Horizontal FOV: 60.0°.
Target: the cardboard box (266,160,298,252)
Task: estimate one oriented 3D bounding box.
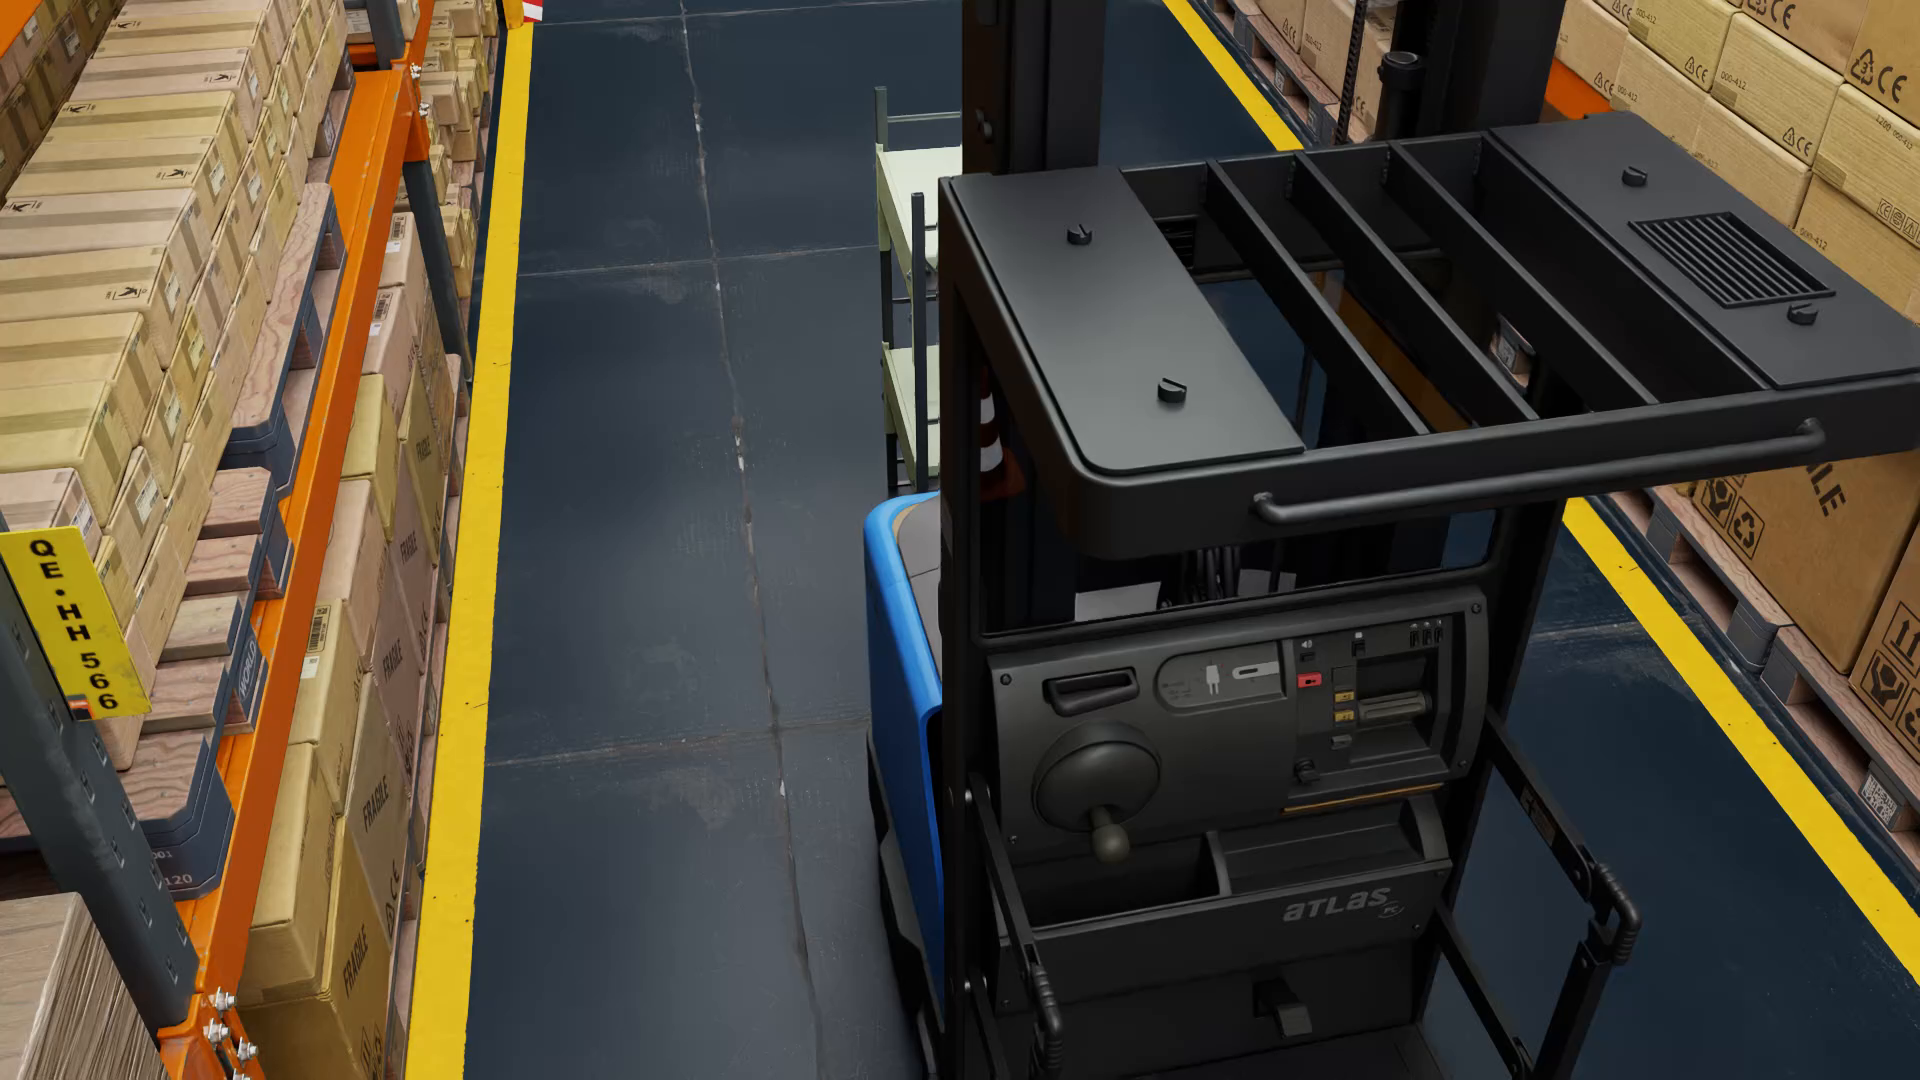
[{"bbox_3d":[-1.925,-0.842,4.252,0.380,0.149,0.250,-5,38,-6],"label":"cardboard box"}]

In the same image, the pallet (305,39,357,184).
[{"bbox_3d":[-2.430,-1.228,5.042,1.003,0.211,1.213,-6,38,-8],"label":"pallet"}]

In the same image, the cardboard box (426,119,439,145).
[{"bbox_3d":[-2.360,-1.606,6.869,0.380,0.149,0.250,-7,38,-9],"label":"cardboard box"}]

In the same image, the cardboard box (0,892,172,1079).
[{"bbox_3d":[-1.377,0.839,2.144,0.500,0.500,0.500,-6,38,-8],"label":"cardboard box"}]

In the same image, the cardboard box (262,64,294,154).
[{"bbox_3d":[-1.972,-1.115,4.360,0.380,0.149,0.250,-8,39,-10],"label":"cardboard box"}]

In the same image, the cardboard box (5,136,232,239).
[{"bbox_3d":[-1.842,-0.760,3.661,0.380,0.149,0.250,-5,38,-7],"label":"cardboard box"}]

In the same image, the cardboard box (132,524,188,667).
[{"bbox_3d":[-1.647,0.115,3.020,0.380,0.149,0.250,-4,38,-6],"label":"cardboard box"}]

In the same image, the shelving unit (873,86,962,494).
[{"bbox_3d":[0.001,-0.588,5.285,0.431,1.500,0.755,-6,38,-8],"label":"shelving unit"}]

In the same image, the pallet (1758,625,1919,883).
[{"bbox_3d":[3.072,0.659,4.730,1.003,0.211,1.213,-6,38,-8],"label":"pallet"}]

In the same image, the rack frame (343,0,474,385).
[{"bbox_3d":[-2.421,-1.781,5.597,1.000,3.000,0.127,-6,38,-8],"label":"rack frame"}]

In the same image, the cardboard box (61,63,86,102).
[{"bbox_3d":[-2.711,-1.242,4.766,0.380,0.149,0.250,-6,38,-8],"label":"cardboard box"}]

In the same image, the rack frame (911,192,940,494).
[{"bbox_3d":[0.065,-0.367,5.000,0.400,1.500,0.023,-6,38,-8],"label":"rack frame"}]

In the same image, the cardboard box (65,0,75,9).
[{"bbox_3d":[-2.750,-1.627,4.777,0.380,0.149,0.250,-5,38,-7],"label":"cardboard box"}]

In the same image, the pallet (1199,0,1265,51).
[{"bbox_3d":[1.950,-3.214,9.716,1.003,0.211,1.213,-6,38,-8],"label":"pallet"}]

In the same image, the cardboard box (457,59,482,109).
[{"bbox_3d":[-2.450,-2.121,7.774,0.380,0.149,0.250,-6,38,-7],"label":"cardboard box"}]

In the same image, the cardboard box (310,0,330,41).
[{"bbox_3d":[-2.110,-1.587,4.968,0.380,0.149,0.250,-6,38,-8],"label":"cardboard box"}]

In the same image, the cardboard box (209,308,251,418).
[{"bbox_3d":[-1.792,-0.372,3.646,0.380,0.149,0.250,-5,38,-6],"label":"cardboard box"}]

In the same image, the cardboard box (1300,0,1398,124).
[{"bbox_3d":[2.273,-2.460,8.217,0.875,0.438,0.875,-7,38,-9],"label":"cardboard box"}]

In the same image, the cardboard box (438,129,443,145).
[{"bbox_3d":[-2.425,-1.642,7.157,0.380,0.149,0.250,-8,39,-10],"label":"cardboard box"}]

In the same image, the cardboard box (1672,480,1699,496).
[{"bbox_3d":[2.788,-0.790,5.712,0.875,0.875,0.875,-5,38,-7],"label":"cardboard box"}]

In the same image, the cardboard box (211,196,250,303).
[{"bbox_3d":[-1.834,-0.640,3.749,0.380,0.149,0.250,-7,38,-8],"label":"cardboard box"}]

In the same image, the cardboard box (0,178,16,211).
[{"bbox_3d":[-2.571,-0.772,4.161,0.380,0.149,0.250,-7,38,-9],"label":"cardboard box"}]

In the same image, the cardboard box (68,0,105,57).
[{"bbox_3d":[-2.758,-1.521,4.883,0.380,0.149,0.250,-7,38,-9],"label":"cardboard box"}]

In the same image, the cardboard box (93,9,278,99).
[{"bbox_3d":[-1.981,-1.235,4.272,0.380,0.149,0.250,-7,38,-9],"label":"cardboard box"}]

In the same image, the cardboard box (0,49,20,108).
[{"bbox_3d":[-2.621,-1.167,4.184,0.380,0.149,0.250,-7,38,-8],"label":"cardboard box"}]

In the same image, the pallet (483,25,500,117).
[{"bbox_3d":[-3.002,-2.555,8.867,1.003,0.211,1.213,-6,38,-8],"label":"pallet"}]

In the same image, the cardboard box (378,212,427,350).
[{"bbox_3d":[-2.042,-0.833,5.461,0.500,0.250,0.500,-7,38,-9],"label":"cardboard box"}]

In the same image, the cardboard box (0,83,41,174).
[{"bbox_3d":[-2.616,-1.046,4.271,0.380,0.149,0.250,-5,38,-6],"label":"cardboard box"}]

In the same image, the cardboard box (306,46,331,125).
[{"bbox_3d":[-2.069,-1.321,4.868,0.380,0.149,0.250,-6,38,-8],"label":"cardboard box"}]

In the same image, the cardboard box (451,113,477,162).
[{"bbox_3d":[-2.436,-1.855,7.674,0.380,0.149,0.250,-7,38,-9],"label":"cardboard box"}]

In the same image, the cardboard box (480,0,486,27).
[{"bbox_3d":[-2.656,-2.753,8.587,0.380,0.149,0.250,-8,39,-10],"label":"cardboard box"}]

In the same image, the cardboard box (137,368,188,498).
[{"bbox_3d":[-1.707,-0.187,3.166,0.380,0.149,0.250,-7,38,-9],"label":"cardboard box"}]

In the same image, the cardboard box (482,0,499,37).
[{"bbox_3d":[-2.680,-2.797,8.887,0.380,0.149,0.250,-5,38,-7],"label":"cardboard box"}]

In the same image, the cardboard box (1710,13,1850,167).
[{"bbox_3d":[2.506,-1.292,4.682,0.500,0.250,0.500,-7,38,-9],"label":"cardboard box"}]

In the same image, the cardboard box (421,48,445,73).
[{"bbox_3d":[-2.522,-2.080,7.478,0.380,0.149,0.250,-8,39,-10],"label":"cardboard box"}]

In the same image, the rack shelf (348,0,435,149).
[{"bbox_3d":[-2.772,-2.705,7.373,1.077,0.370,4.000,-6,38,-8],"label":"rack shelf"}]

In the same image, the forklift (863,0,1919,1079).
[{"bbox_3d":[0.562,0.408,2.836,1.130,2.935,3.031,-8,39,-10],"label":"forklift"}]

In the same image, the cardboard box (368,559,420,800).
[{"bbox_3d":[-1.779,0.389,4.500,0.500,0.500,0.500,-7,38,-9],"label":"cardboard box"}]

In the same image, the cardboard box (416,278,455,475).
[{"bbox_3d":[-2.043,-0.540,5.695,0.500,0.500,0.500,-7,38,-9],"label":"cardboard box"}]

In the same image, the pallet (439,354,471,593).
[{"bbox_3d":[-2.283,-0.210,5.848,1.003,0.211,1.213,-6,38,-8],"label":"pallet"}]

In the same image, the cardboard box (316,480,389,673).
[{"bbox_3d":[-1.766,0.111,4.246,0.500,0.250,0.500,-6,38,-8],"label":"cardboard box"}]

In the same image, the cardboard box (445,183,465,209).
[{"bbox_3d":[-2.310,-1.381,7.064,0.380,0.149,0.250,-6,38,-8],"label":"cardboard box"}]

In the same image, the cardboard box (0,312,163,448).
[{"bbox_3d":[-1.699,-0.277,3.039,0.380,0.149,0.250,-6,38,-8],"label":"cardboard box"}]

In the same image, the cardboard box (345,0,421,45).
[{"bbox_3d":[-2.149,-1.888,5.940,0.380,0.149,0.250,-5,38,-6],"label":"cardboard box"}]

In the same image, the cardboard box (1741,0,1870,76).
[{"bbox_3d":[2.527,-1.593,4.459,0.500,0.500,0.500,-7,38,-9],"label":"cardboard box"}]

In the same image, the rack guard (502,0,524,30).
[{"bbox_3d":[-3.109,-3.164,9.415,1.175,0.500,0.348,-6,38,-8],"label":"rack guard"}]

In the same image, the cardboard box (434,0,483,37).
[{"bbox_3d":[-2.537,-2.559,8.096,0.380,0.149,0.250,-5,38,-6],"label":"cardboard box"}]

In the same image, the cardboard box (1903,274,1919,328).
[{"bbox_3d":[2.686,-0.483,4.050,0.500,0.250,0.500,-6,38,-7],"label":"cardboard box"}]

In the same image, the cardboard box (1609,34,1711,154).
[{"bbox_3d":[2.418,-1.397,5.226,0.500,0.250,0.500,-7,38,-8],"label":"cardboard box"}]
